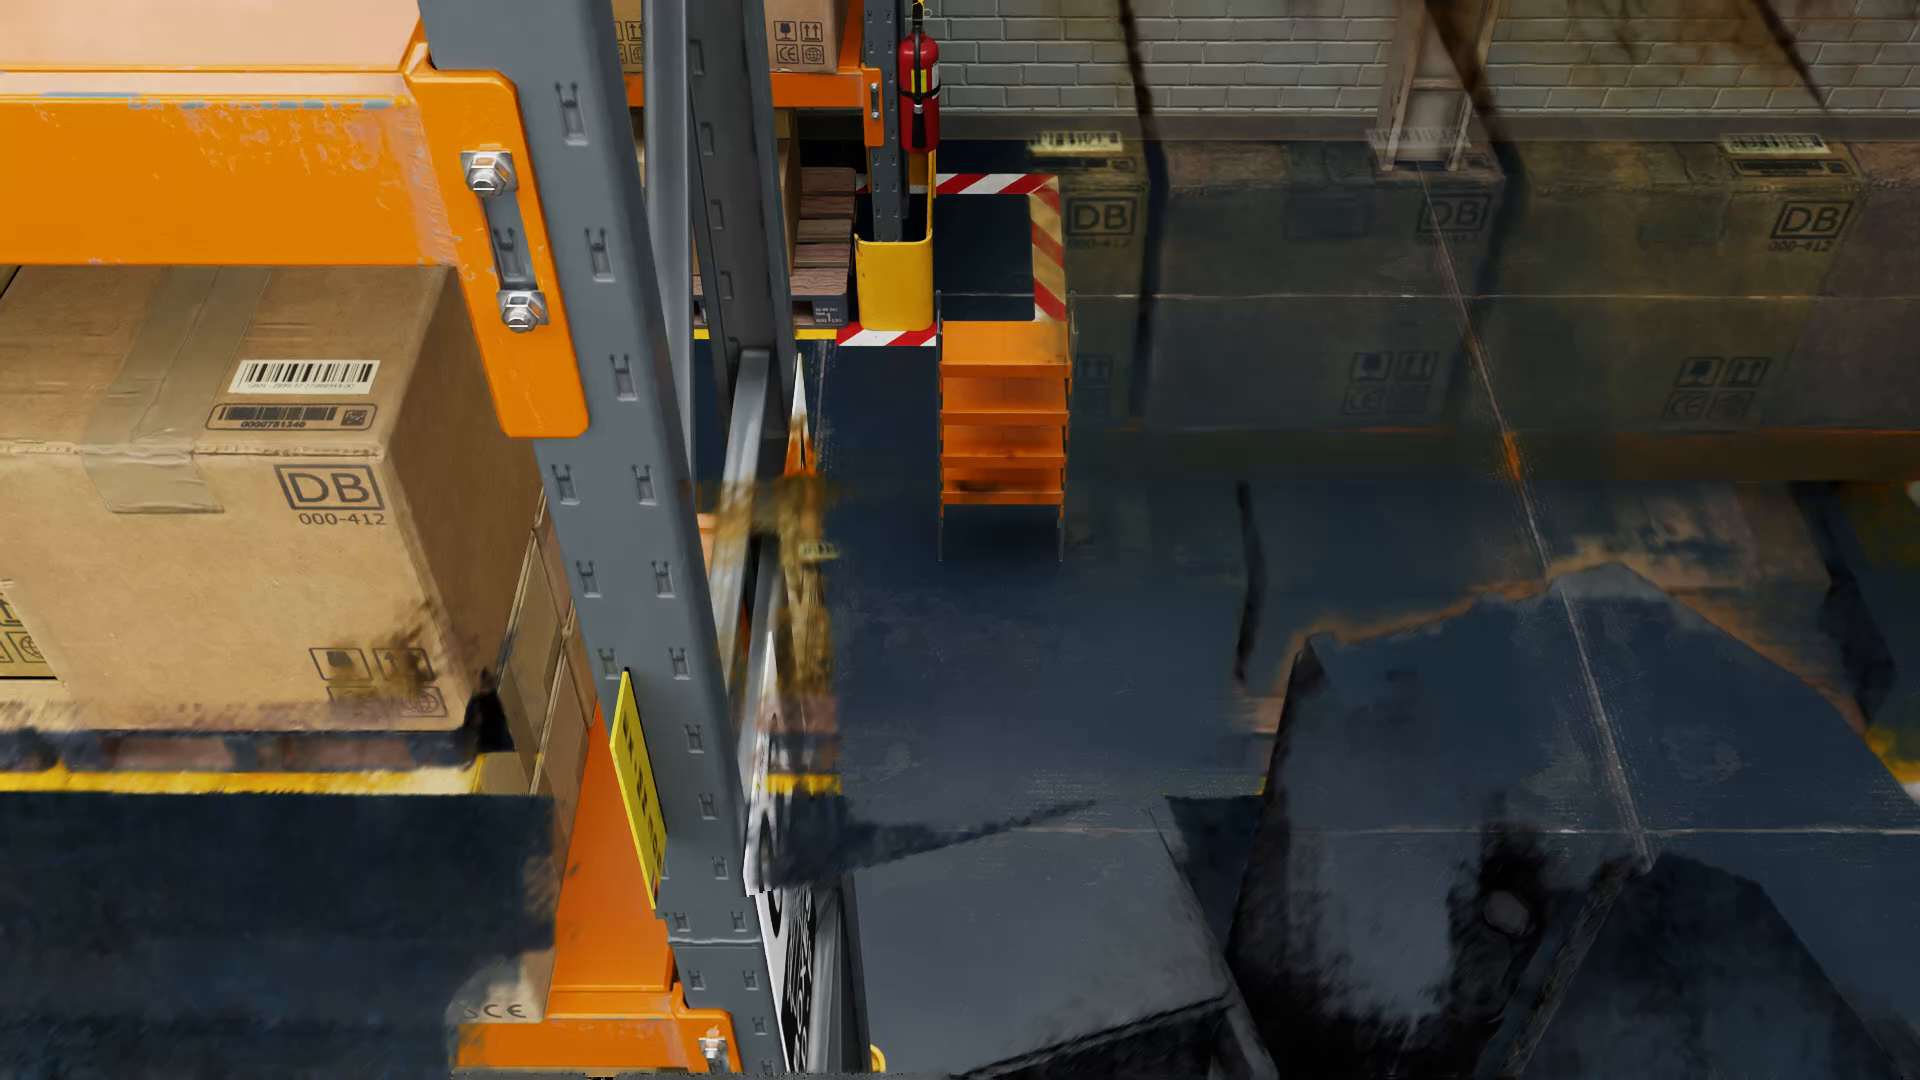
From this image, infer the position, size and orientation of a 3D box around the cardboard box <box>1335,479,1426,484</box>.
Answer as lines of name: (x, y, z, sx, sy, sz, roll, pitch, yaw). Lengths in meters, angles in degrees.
cardboard box: (-1.907, -2.012, 7.632, 0.250, 0.149, 0.380, 1, 47, 1)

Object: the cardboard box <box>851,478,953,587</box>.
cardboard box: (-3.232, -1.734, 7.374, 0.250, 0.149, 0.380, 2, 47, 1)

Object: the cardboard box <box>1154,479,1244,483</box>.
cardboard box: (-2.416, -2.013, 7.633, 0.250, 0.149, 0.380, -1, 47, -1)

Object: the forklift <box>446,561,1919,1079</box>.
forklift: (-2.996, -0.255, 5.066, 3.031, 2.935, 1.130, -13, 48, -12)

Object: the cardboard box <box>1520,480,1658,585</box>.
cardboard box: (-1.406, -1.731, 7.370, 0.250, 0.149, 0.380, 1, 47, 1)

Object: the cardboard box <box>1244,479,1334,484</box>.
cardboard box: (-2.163, -2.012, 7.632, 0.250, 0.149, 0.380, 1, 47, 1)

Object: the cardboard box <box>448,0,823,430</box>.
cardboard box: (-3.778, -2.522, 6.924, 0.700, 0.700, 0.980, 1, 47, 1)

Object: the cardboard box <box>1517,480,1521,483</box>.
cardboard box: (-1.402, -2.011, 7.631, 0.250, 0.149, 0.380, 0, 47, 0)

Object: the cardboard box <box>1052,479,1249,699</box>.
cardboard box: (-2.558, -1.641, 7.730, 0.500, 0.500, 0.700, 1, 47, 1)

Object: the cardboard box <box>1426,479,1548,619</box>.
cardboard box: (-1.522, -1.644, 7.733, 0.500, 0.500, 0.700, 0, 47, 0)

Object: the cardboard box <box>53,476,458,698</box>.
cardboard box: (-4.971, -1.751, 7.593, 0.750, 0.750, 0.750, 1, 47, 1)

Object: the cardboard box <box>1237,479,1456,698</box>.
cardboard box: (-2.025, -1.645, 7.733, 0.500, 0.500, 0.700, -1, 47, -1)

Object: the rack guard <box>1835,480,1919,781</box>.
rack guard: (-0.297, -1.571, 7.951, 0.348, 0.500, 1.175, 0, 47, 0)

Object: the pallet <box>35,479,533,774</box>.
pallet: (-5.093, -1.430, 8.018, 1.213, 0.211, 1.003, 0, 47, 0)

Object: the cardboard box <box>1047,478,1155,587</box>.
cardboard box: (-2.710, -1.733, 7.372, 0.250, 0.149, 0.380, -1, 47, -1)

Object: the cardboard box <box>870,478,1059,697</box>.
cardboard box: (-3.071, -1.644, 7.733, 0.500, 0.500, 0.700, 0, 47, 0)

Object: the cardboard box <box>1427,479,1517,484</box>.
cardboard box: (-1.652, -2.012, 7.632, 0.250, 0.149, 0.380, 1, 47, 0)

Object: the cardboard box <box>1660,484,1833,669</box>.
cardboard box: (-1.021, -1.643, 7.731, 0.500, 0.500, 0.700, 0, 47, 0)

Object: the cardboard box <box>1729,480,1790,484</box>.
cardboard box: (-0.895, -2.010, 7.630, 0.250, 0.149, 0.380, 0, 47, 0)

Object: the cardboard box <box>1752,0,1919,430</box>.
cardboard box: (-0.831, -2.519, 6.921, 0.700, 0.700, 0.980, 2, 47, 2)

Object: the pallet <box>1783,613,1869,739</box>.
pallet: (-1.121, -1.417, 8.006, 1.213, 0.211, 1.003, 0, 47, 0)

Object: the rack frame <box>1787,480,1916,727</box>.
rack frame: (-0.321, -2.423, 7.037, 0.127, 3.000, 1.000, 0, 47, 0)

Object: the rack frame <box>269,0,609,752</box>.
rack frame: (-4.321, -2.434, 7.047, 0.127, 3.000, 1.000, 0, 47, 0)

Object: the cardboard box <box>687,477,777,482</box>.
cardboard box: (-3.718, -2.015, 7.634, 0.250, 0.149, 0.380, 0, 47, 0)

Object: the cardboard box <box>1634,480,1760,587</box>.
cardboard box: (-1.150, -1.731, 7.370, 0.250, 0.149, 0.380, 0, 47, 0)

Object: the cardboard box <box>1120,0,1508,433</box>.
cardboard box: (-2.321, -2.522, 6.924, 0.700, 0.700, 0.980, -2, 47, -2)

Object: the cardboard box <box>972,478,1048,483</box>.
cardboard box: (-2.927, -2.014, 7.634, 0.250, 0.149, 0.380, -1, 47, -1)

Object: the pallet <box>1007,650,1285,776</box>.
pallet: (-2.338, -1.423, 8.011, 1.213, 0.211, 1.003, 0, 47, 0)

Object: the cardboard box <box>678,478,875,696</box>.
cardboard box: (-3.573, -1.648, 7.736, 0.500, 0.500, 0.700, 1, 47, 1)

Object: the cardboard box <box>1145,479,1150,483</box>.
cardboard box: (-2.675, -2.013, 7.633, 0.250, 0.149, 0.380, 1, 47, 1)

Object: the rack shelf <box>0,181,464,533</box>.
rack shelf: (-6.321, -2.194, 7.315, 4.000, 0.370, 1.077, 0, 47, 0)

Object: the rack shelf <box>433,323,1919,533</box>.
rack shelf: (-2.321, -2.183, 7.305, 4.000, 0.370, 1.077, 0, 47, 0)

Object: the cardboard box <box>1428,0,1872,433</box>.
cardboard box: (-1.558, -2.513, 6.915, 0.700, 0.700, 0.980, 0, 47, 0)

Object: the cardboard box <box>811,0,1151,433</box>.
cardboard box: (-3.048, -2.516, 6.919, 0.700, 0.700, 0.980, -1, 47, -1)

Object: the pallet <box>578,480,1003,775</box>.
pallet: (-3.561, -1.424, 8.012, 1.213, 0.211, 1.003, 0, 47, 0)
